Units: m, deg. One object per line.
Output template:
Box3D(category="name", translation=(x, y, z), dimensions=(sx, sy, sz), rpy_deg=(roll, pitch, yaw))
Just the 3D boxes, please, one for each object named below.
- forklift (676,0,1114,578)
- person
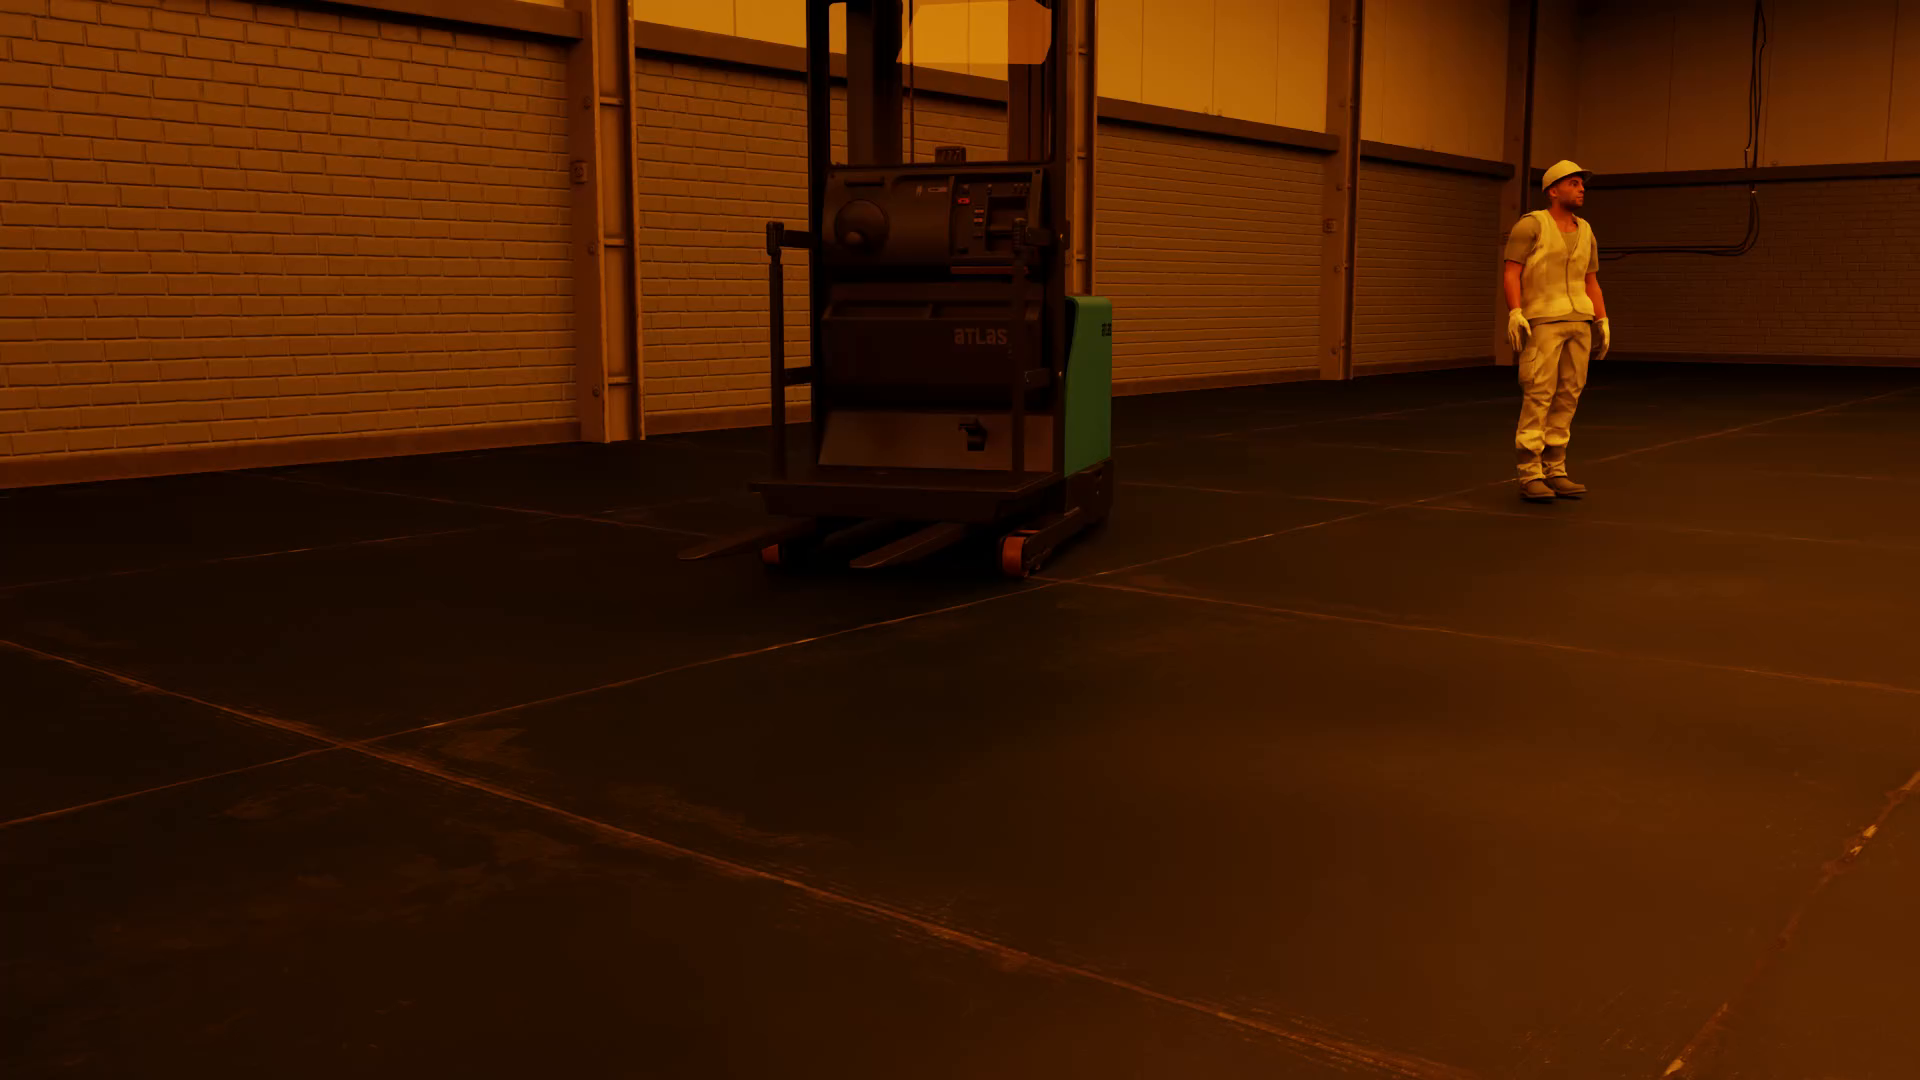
Box3D(category="forklift", translation=(-0.176, -1.366, 6.616), dimensions=(1.130, 2.935, 3.031), rpy_deg=(3, 9, 17))
Box3D(category="person", translation=(3.235, -1.130, 8.895), dimensions=(0.637, 1.786, 0.566), rpy_deg=(-3, 9, -19))
